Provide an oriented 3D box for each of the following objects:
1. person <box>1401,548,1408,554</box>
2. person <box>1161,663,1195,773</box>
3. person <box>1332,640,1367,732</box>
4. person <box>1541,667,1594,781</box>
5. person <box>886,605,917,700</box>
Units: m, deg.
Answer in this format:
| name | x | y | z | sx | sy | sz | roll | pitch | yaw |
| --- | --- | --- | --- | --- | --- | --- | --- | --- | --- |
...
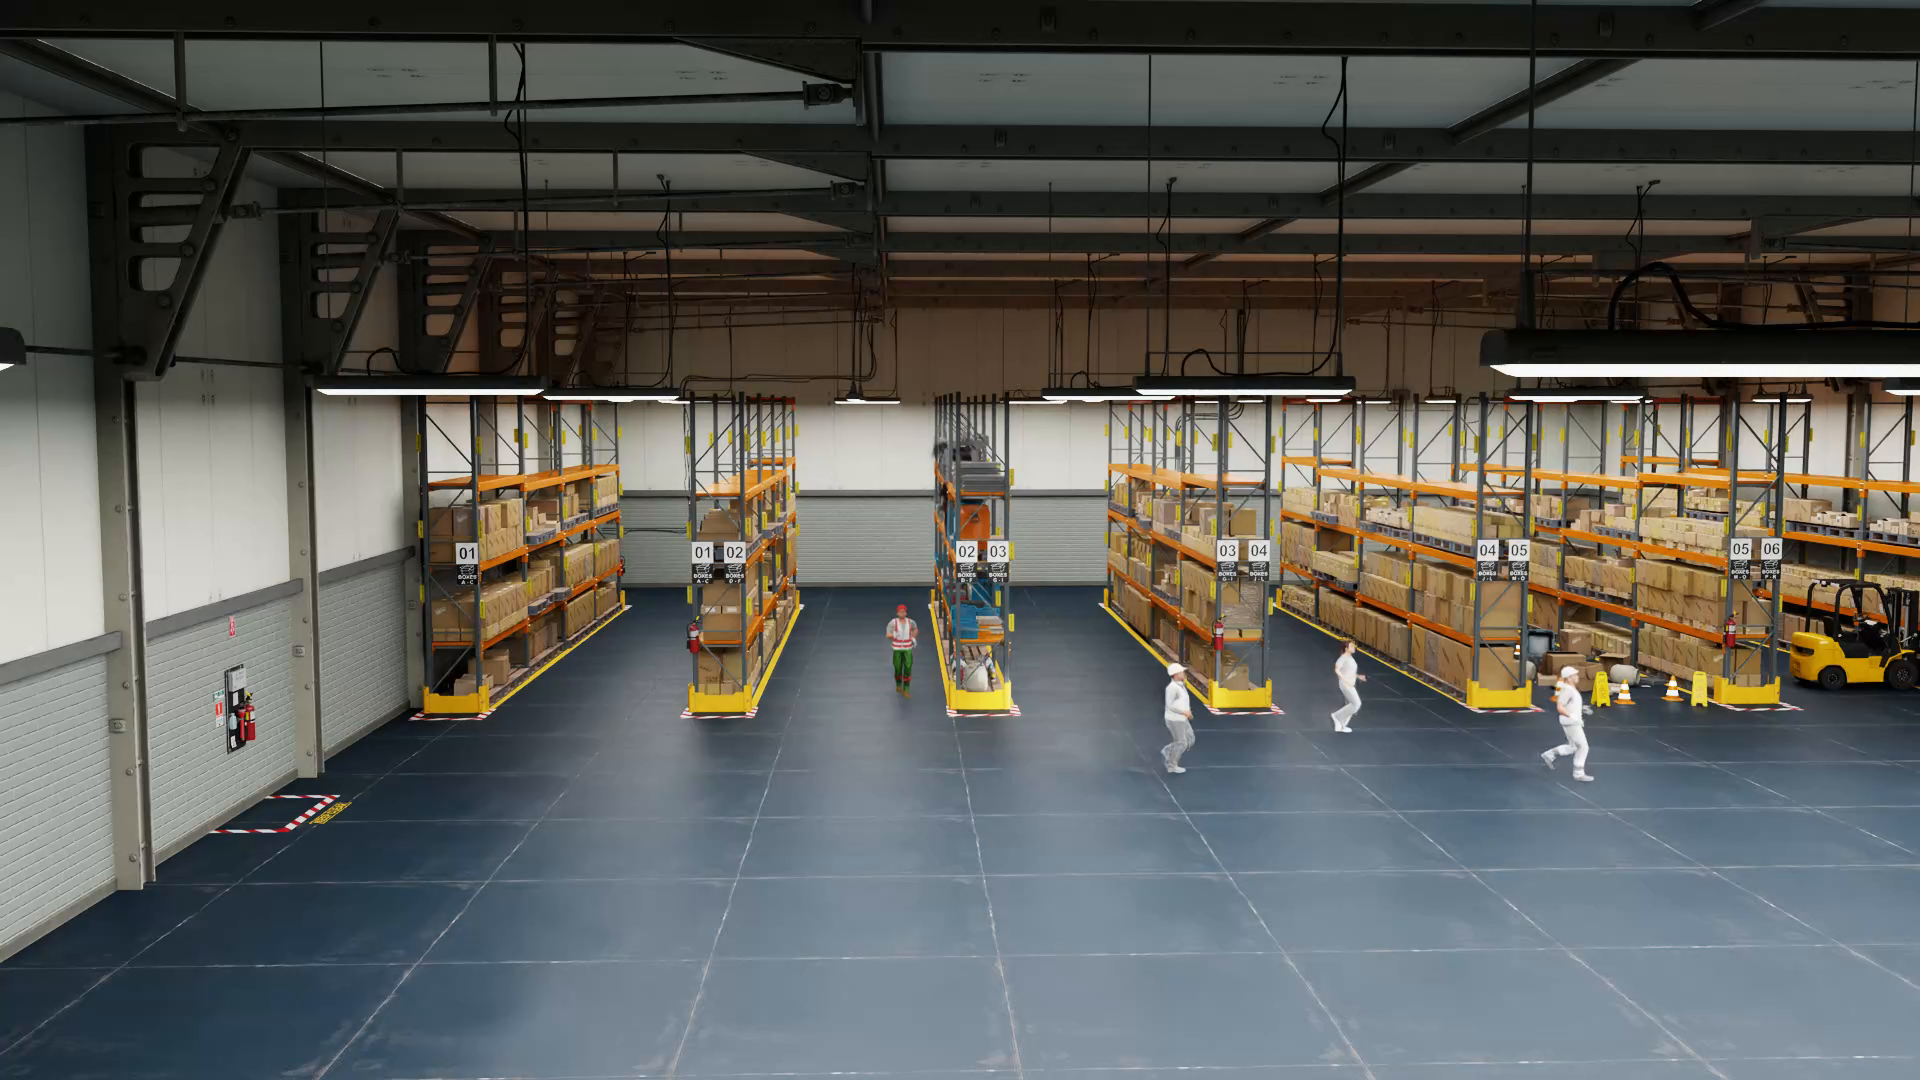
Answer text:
| name | x | y | z | sx | sy | sz | roll | pitch | yaw |
| --- | --- | --- | --- | --- | --- | --- | --- | --- | --- |
| person | 13.242 | 0.993 | 49.248 | 0.747 | 1.607 | 0.555 | 0 | 5 | 2 |
| person | 3.425 | 2.778 | 25.951 | 0.537 | 1.725 | 0.638 | 2 | 5 | 21 |
| person | 6.833 | 2.565 | 29.188 | 0.544 | 1.626 | 0.540 | 3 | 5 | 29 |
| person | 9.323 | 2.810 | 25.477 | 0.786 | 1.749 | 0.663 | 2 | 5 | 24 |
| person | -1.139 | 2.186 | 32.781 | 0.640 | 1.830 | 0.797 | 0 | 5 | -6 |
